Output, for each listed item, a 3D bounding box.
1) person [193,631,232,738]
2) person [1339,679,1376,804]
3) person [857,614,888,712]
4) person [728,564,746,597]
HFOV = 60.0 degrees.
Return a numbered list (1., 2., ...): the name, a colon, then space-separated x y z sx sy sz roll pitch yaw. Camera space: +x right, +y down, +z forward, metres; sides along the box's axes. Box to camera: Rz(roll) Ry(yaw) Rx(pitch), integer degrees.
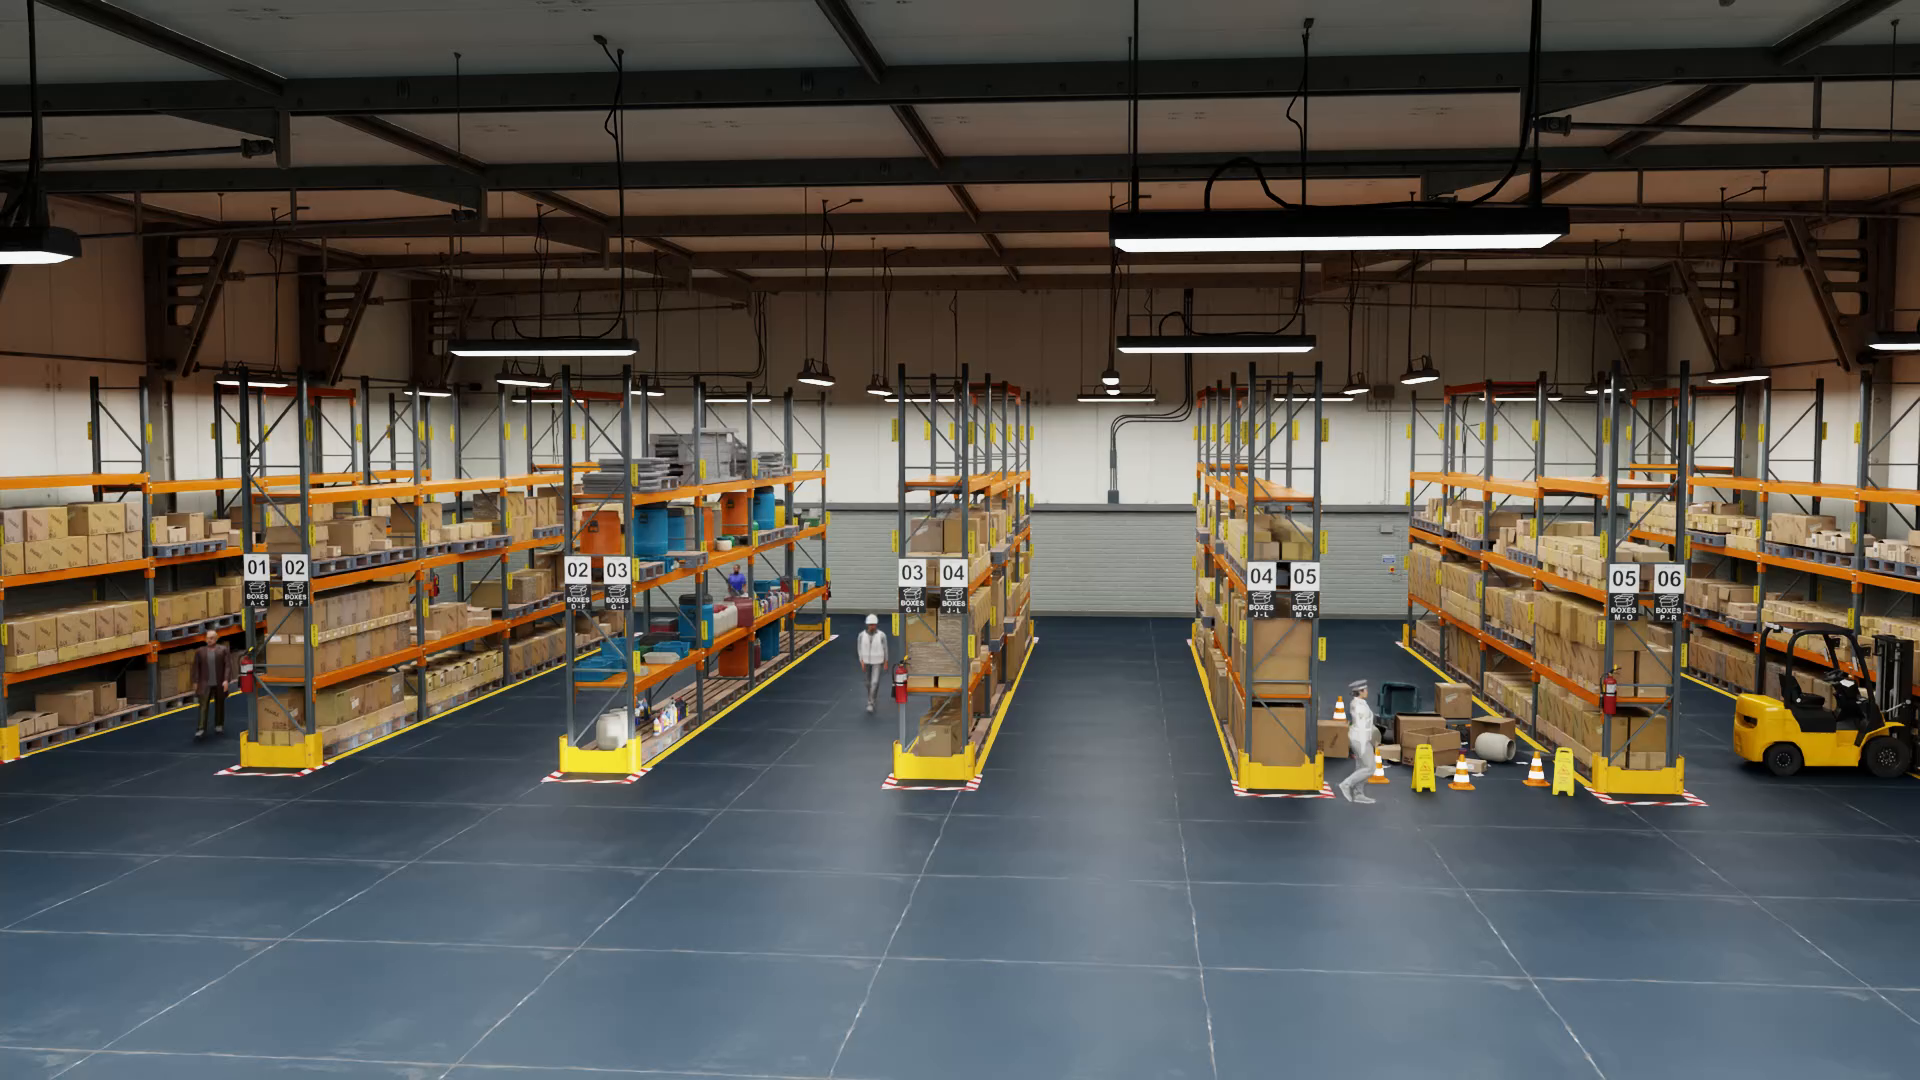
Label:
1. person: -12.288 2.358 27.331 0.600 1.729 1.105 -2 4 -24
2. person: 5.338 2.711 22.356 0.523 1.677 0.499 0 4 1
3. person: -1.602 2.203 30.008 0.532 1.711 0.988 1 4 10
4. person: -5.780 1.426 43.126 0.511 1.580 1.021 0 4 4
